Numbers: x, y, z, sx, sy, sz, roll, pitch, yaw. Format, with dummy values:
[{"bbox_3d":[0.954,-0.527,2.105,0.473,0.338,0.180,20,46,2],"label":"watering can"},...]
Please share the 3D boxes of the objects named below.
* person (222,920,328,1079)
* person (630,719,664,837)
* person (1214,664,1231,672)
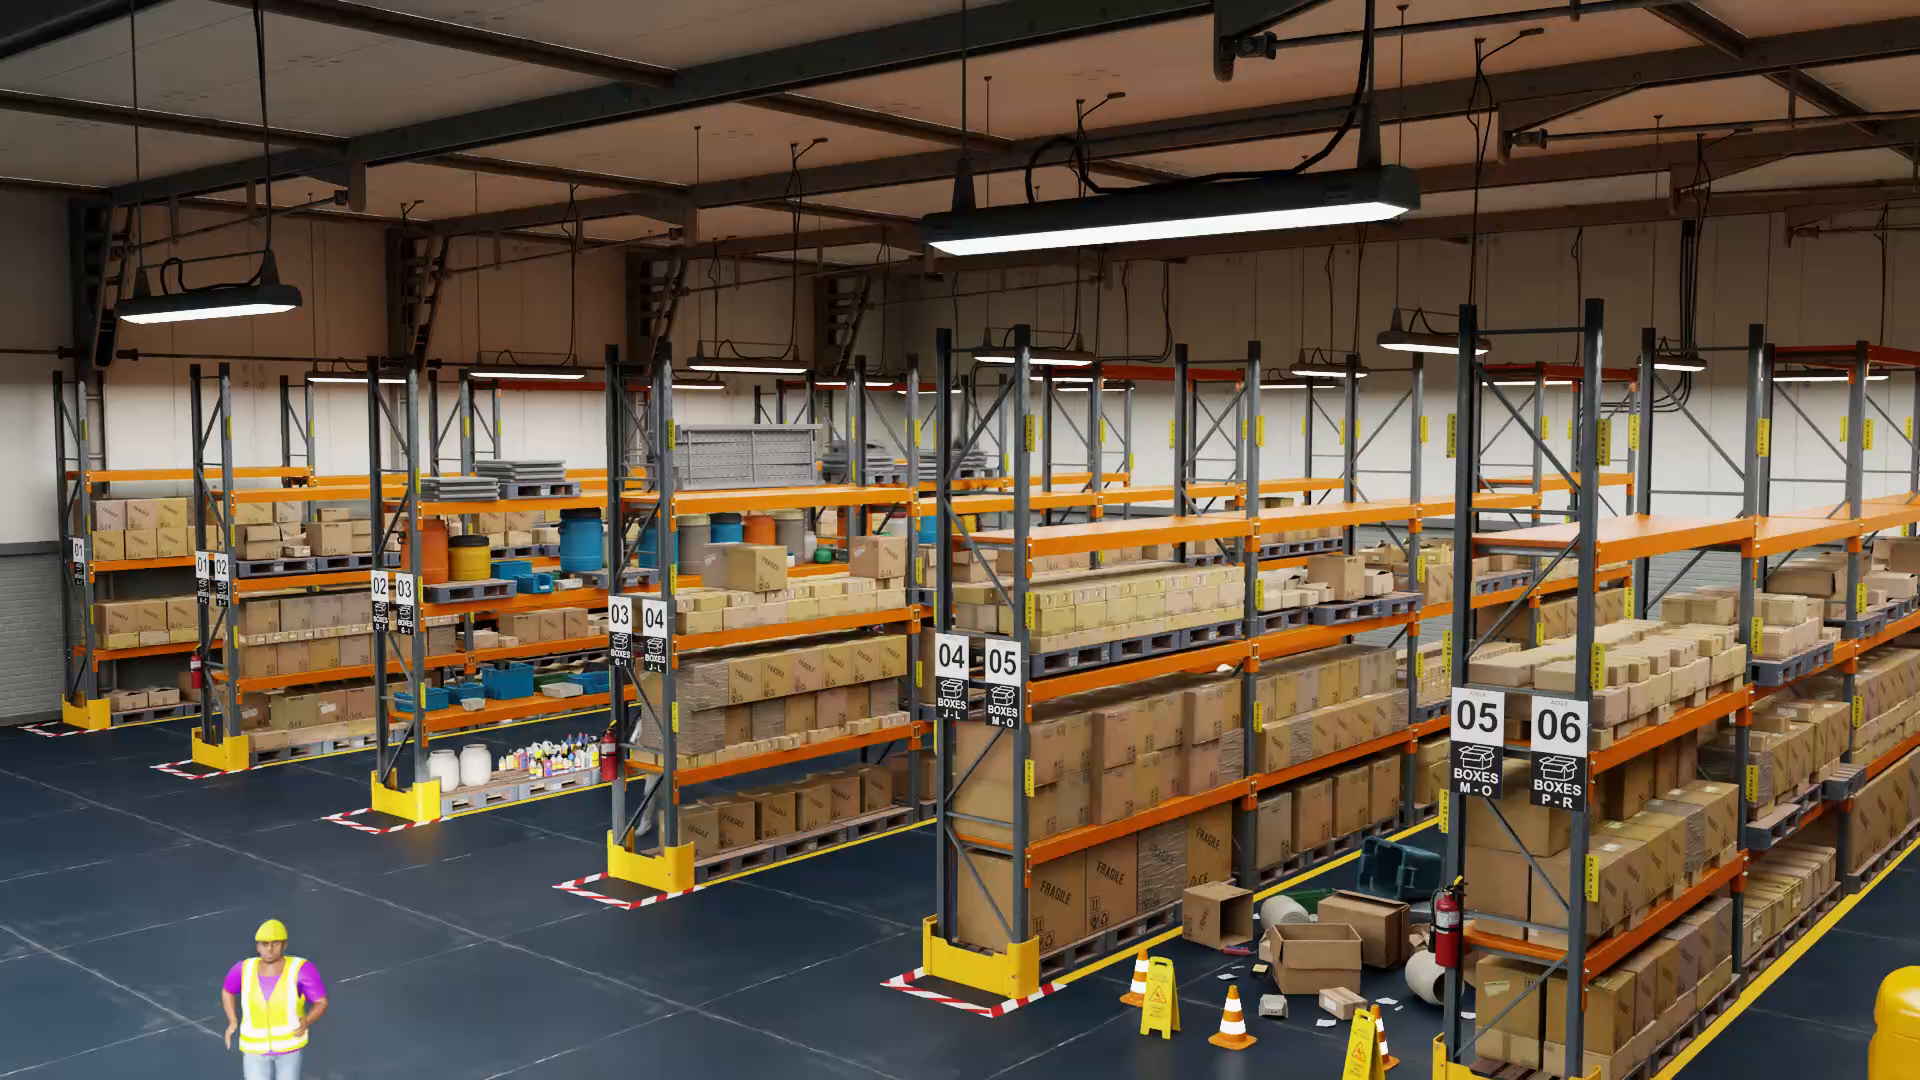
[{"bbox_3d":[-4.678,3.462,11.346,0.700,1.773,0.968,-1,4,-16],"label":"person"},{"bbox_3d":[-3.858,2.793,20.936,0.598,1.710,0.884,2,5,30],"label":"person"},{"bbox_3d":[3.722,2.617,23.059,0.663,1.818,0.912,3,5,40],"label":"person"}]
